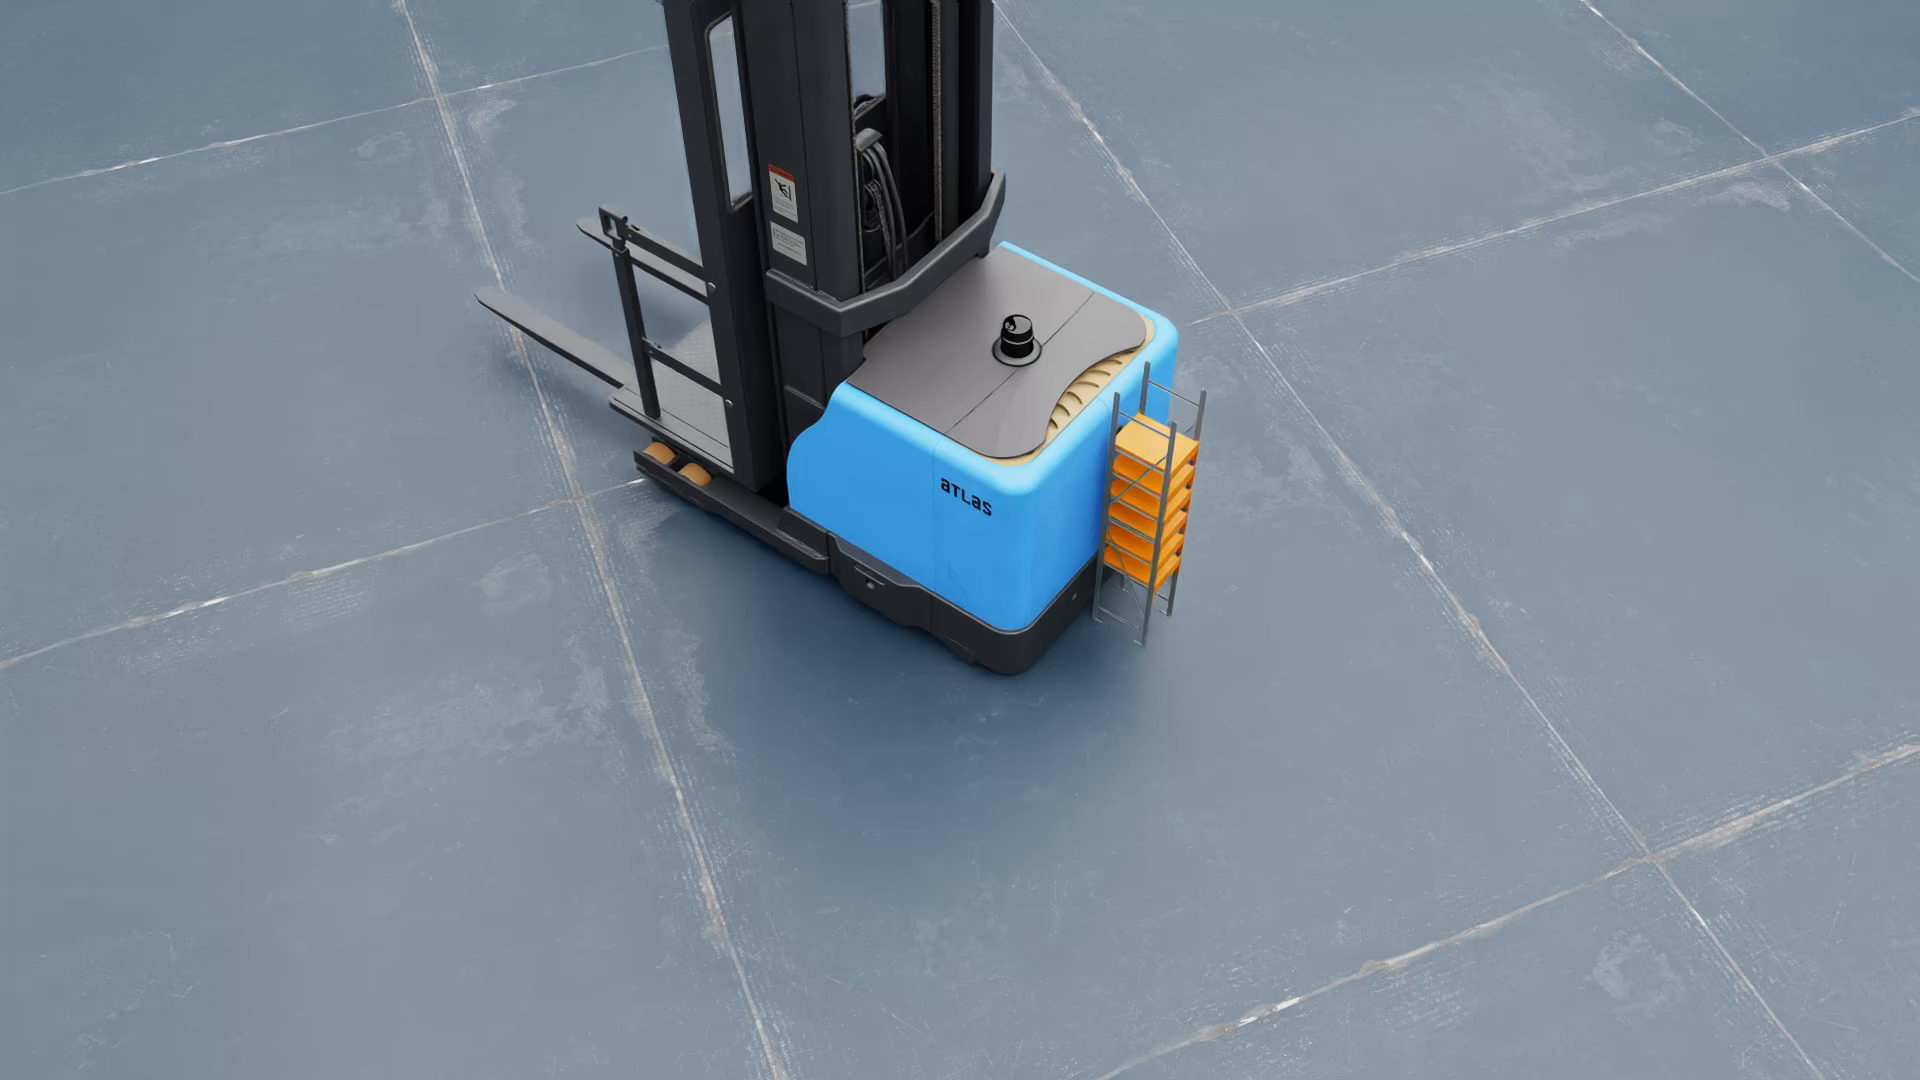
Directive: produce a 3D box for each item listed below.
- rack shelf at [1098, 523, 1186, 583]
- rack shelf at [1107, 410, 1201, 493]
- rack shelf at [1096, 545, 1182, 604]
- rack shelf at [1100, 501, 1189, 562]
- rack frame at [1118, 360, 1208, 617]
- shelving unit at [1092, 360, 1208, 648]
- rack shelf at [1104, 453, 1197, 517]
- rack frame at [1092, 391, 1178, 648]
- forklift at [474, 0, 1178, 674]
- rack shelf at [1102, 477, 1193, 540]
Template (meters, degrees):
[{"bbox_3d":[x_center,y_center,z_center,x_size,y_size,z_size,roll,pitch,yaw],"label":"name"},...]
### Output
[{"bbox_3d":[0.655,0.012,6.006,0.258,0.103,0.180,30,56,23],"label":"rack shelf"},{"bbox_3d":[0.656,-0.301,5.642,0.258,0.103,0.180,30,56,23],"label":"rack shelf"},{"bbox_3d":[0.655,0.090,6.097,0.258,0.103,0.180,30,56,23],"label":"rack shelf"},{"bbox_3d":[0.655,-0.067,5.915,0.258,0.103,0.180,30,56,23],"label":"rack shelf"},{"bbox_3d":[0.710,-0.151,5.929,0.240,1.200,0.006,30,56,23],"label":"rack frame"},{"bbox_3d":[0.655,-0.095,5.881,0.258,1.200,0.189,30,56,23],"label":"shelving unit"},{"bbox_3d":[0.656,-0.223,5.733,0.258,0.103,0.180,30,56,23],"label":"rack shelf"},{"bbox_3d":[0.600,-0.040,5.834,0.240,1.200,0.006,30,56,23],"label":"rack frame"},{"bbox_3d":[-0.699,-1.393,5.855,3.031,2.935,1.130,30,56,23],"label":"forklift"},{"bbox_3d":[0.655,-0.145,5.824,0.258,0.103,0.180,30,56,23],"label":"rack shelf"}]
